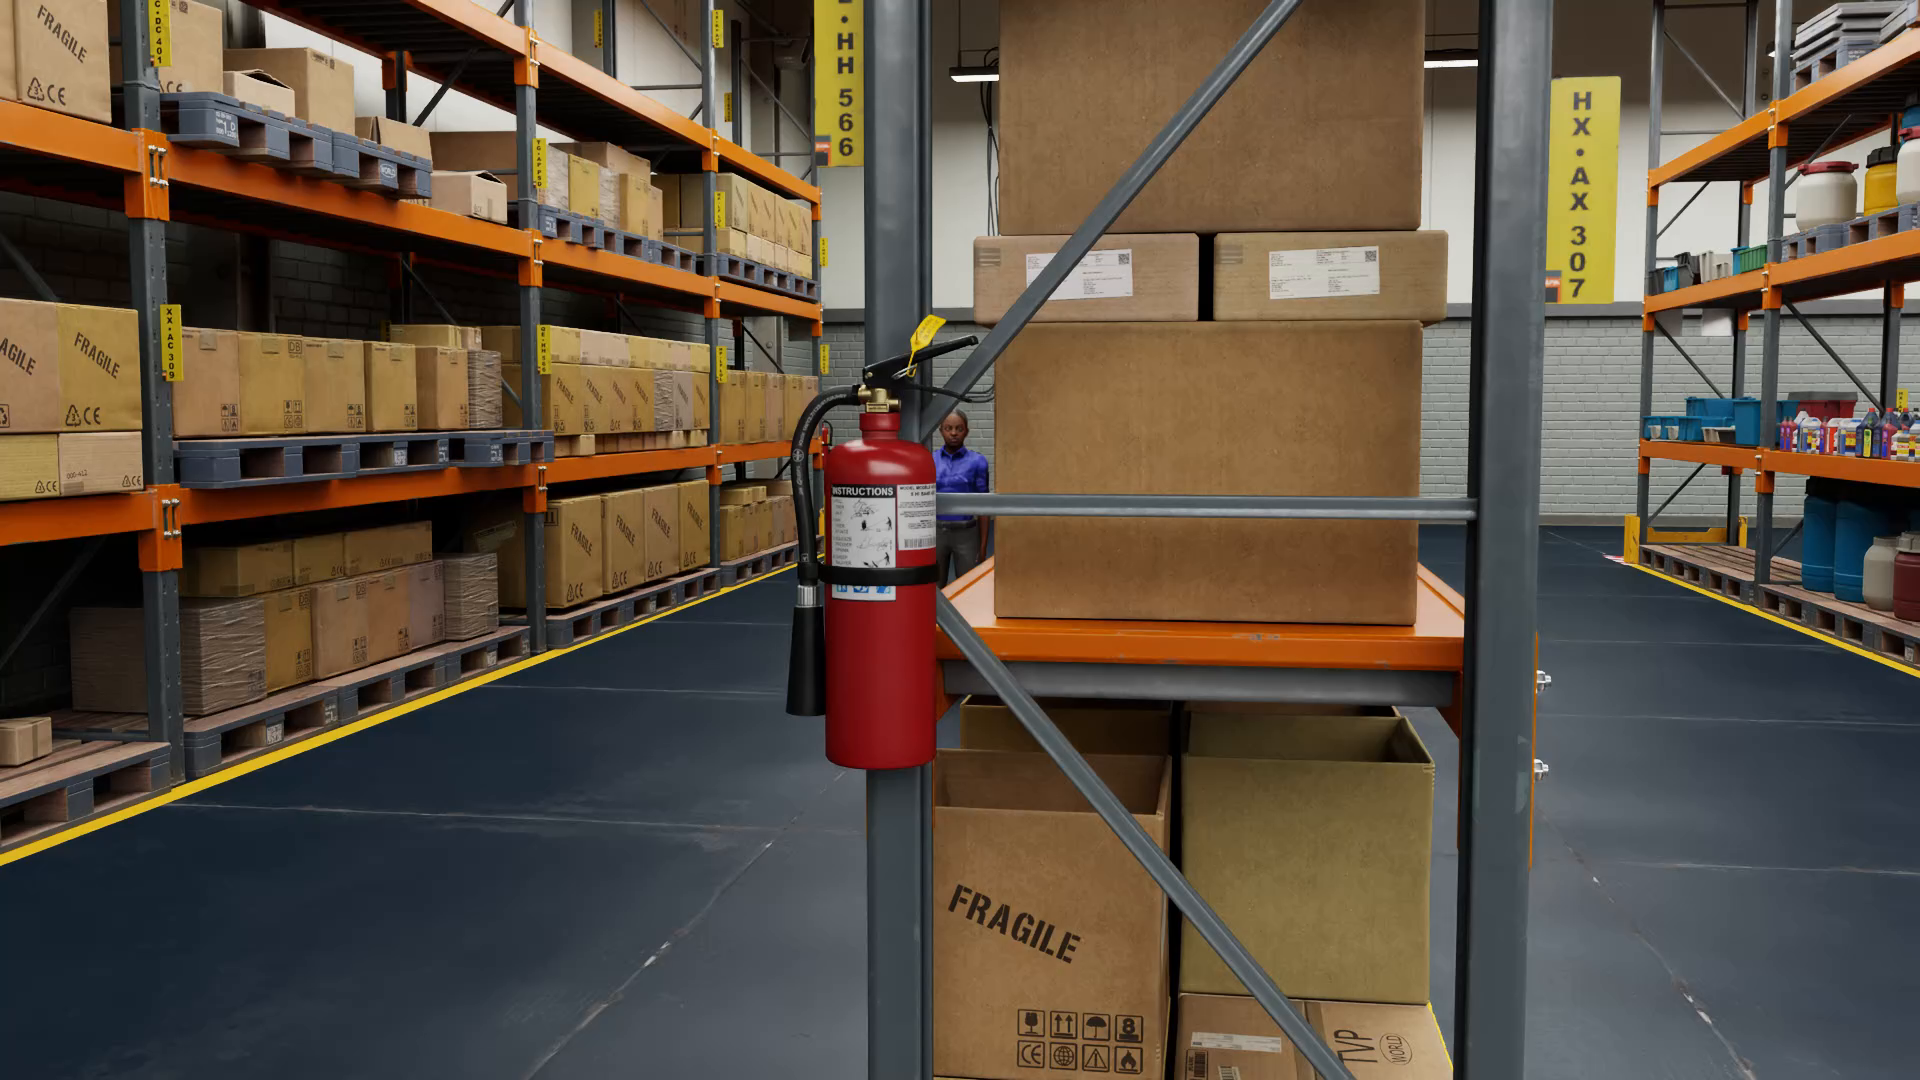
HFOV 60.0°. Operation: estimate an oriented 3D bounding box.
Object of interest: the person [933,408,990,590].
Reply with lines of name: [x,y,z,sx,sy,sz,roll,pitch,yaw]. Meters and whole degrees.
person: [-0.037,0.039,9.972,0.437,1.660,0.316,1,5,9]
